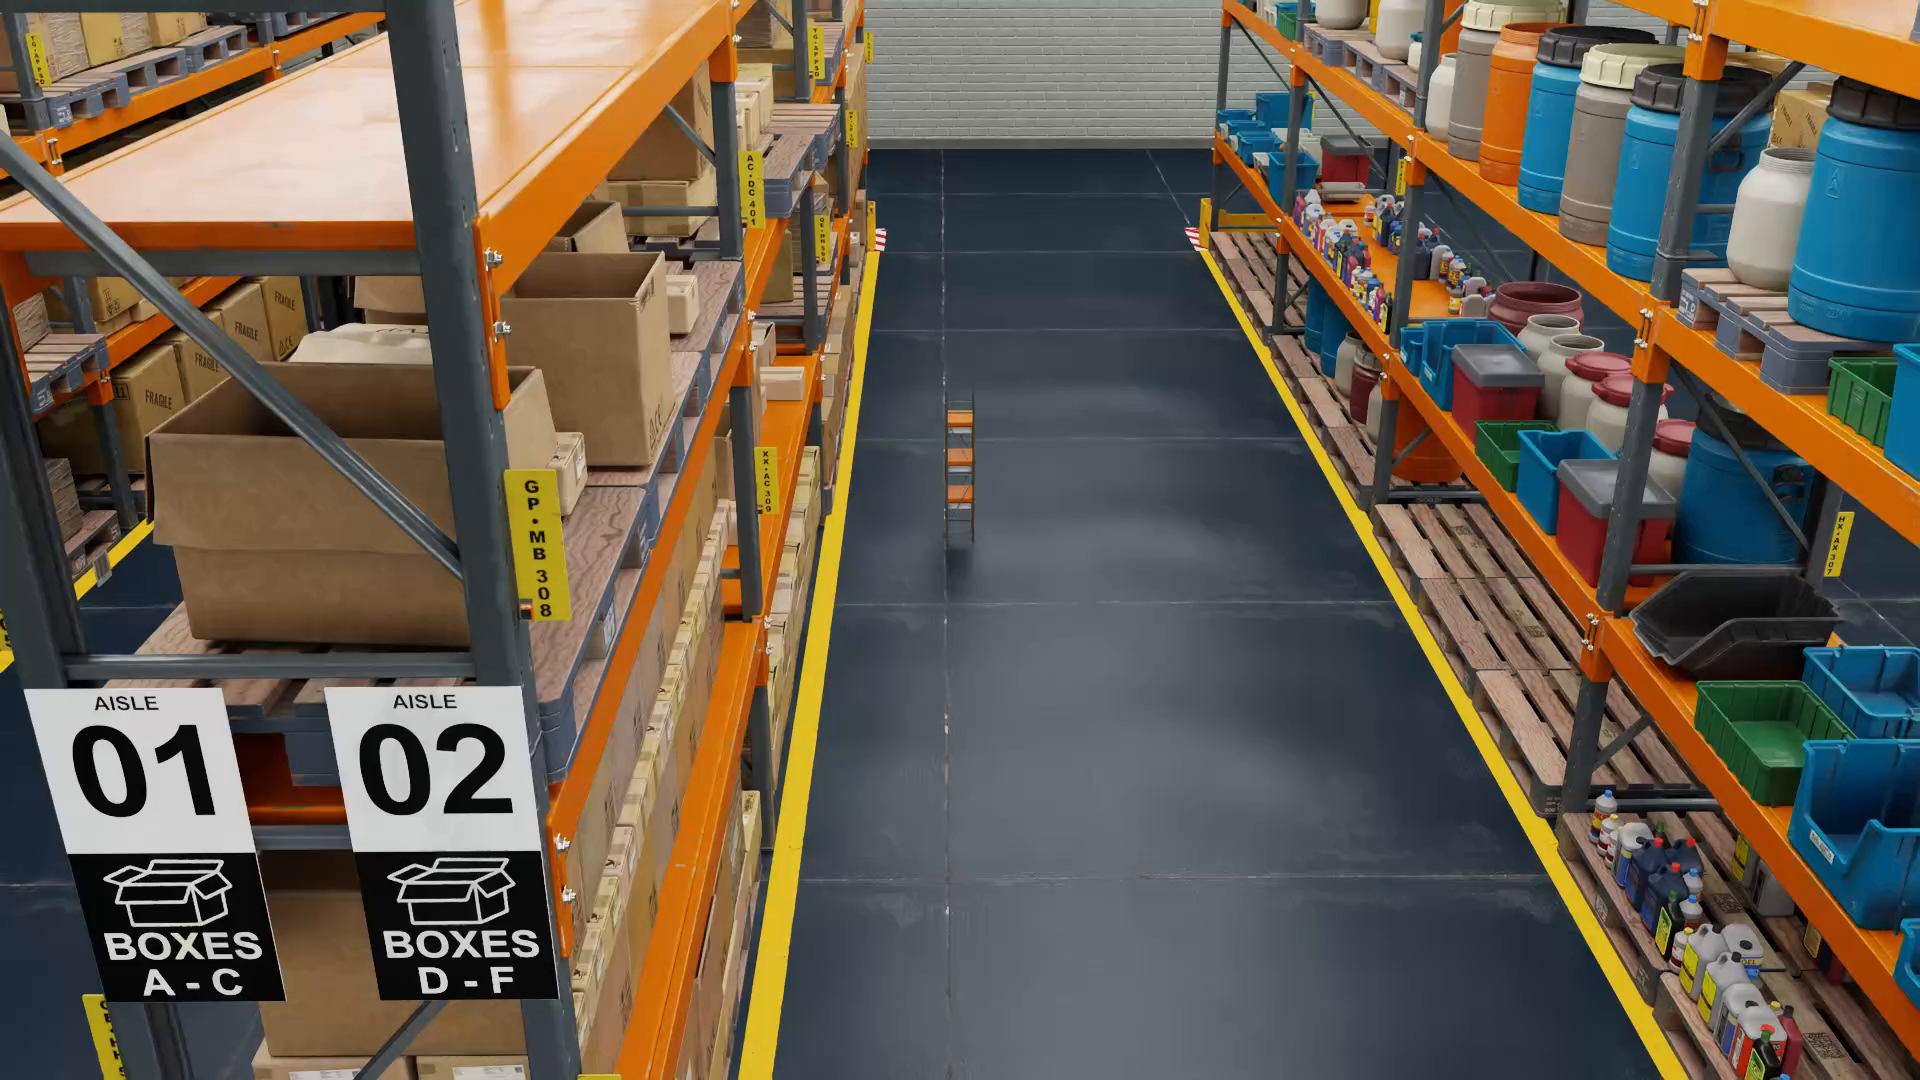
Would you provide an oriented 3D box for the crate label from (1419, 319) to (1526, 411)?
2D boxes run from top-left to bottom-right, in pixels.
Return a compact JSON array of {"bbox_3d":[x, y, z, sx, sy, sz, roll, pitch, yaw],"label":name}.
[{"bbox_3d":[3.218,-1.109,10.519,0.502,0.435,0.616,0,24,-1],"label":"crate label"}]

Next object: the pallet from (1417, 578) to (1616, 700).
[{"bbox_3d":[3.458,0.588,10.194,1.003,0.211,1.213,0,24,-1],"label":"pallet"}]

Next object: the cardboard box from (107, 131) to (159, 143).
[{"bbox_3d":[-6.716,-3.233,13.841,0.500,0.250,0.500,0,24,0],"label":"cardboard box"}]

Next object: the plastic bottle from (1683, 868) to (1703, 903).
[{"bbox_3d":[3.238,1.581,7.391,0.097,0.271,0.097,0,24,0],"label":"plastic bottle"}]

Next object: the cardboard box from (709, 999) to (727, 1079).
[{"bbox_3d":[-1.186,2.035,6.437,0.500,0.250,0.500,0,24,-1],"label":"cardboard box"}]

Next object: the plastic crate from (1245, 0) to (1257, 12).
[{"bbox_3d":[3.132,-5.508,16.723,0.504,0.338,0.767,0,24,-1],"label":"plastic crate"}]

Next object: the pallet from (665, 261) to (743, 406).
[{"bbox_3d":[-1.397,-0.809,6.367,1.003,0.211,1.213,0,24,-1],"label":"pallet"}]

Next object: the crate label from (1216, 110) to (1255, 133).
[{"bbox_3d":[3.064,-4.648,18.517,0.416,0.233,0.303,0,24,-1],"label":"crate label"}]

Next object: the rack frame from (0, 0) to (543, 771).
[{"bbox_3d":[-1.388,-0.920,2.863,1.000,3.000,0.127,0,24,-1],"label":"rack frame"}]

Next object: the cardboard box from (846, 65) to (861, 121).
[{"bbox_3d":[-1.261,-4.465,16.647,0.500,0.500,0.500,0,24,1],"label":"cardboard box"}]

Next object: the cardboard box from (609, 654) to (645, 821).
[{"bbox_3d":[-1.399,0.539,5.223,0.700,0.500,0.500,0,24,0],"label":"cardboard box"}]

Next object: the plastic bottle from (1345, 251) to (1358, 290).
[{"bbox_3d":[3.034,-2.086,12.864,0.061,0.283,0.133,0,24,-1],"label":"plastic bottle"}]

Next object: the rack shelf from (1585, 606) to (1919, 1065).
[{"bbox_3d":[3.543,1.297,6.116,1.077,0.370,4.000,0,24,-1],"label":"rack shelf"}]

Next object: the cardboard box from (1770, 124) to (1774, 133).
[{"bbox_3d":[8.103,-4.054,16.895,0.500,0.250,0.500,-1,24,-2],"label":"cardboard box"}]

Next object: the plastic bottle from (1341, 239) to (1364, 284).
[{"bbox_3d":[3.074,-2.182,12.995,0.144,0.351,0.185,0,24,-1],"label":"plastic bottle"}]

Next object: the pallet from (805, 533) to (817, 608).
[{"bbox_3d":[-1.505,0.127,11.212,1.003,0.211,1.213,0,24,-1],"label":"pallet"}]

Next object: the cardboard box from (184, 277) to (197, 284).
[{"bbox_3d":[-6.228,-2.122,13.083,0.380,0.149,0.250,0,24,0],"label":"cardboard box"}]

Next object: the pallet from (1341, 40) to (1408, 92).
[{"bbox_3d":[3.556,-3.642,12.753,1.003,0.211,1.213,0,24,-1],"label":"pallet"}]

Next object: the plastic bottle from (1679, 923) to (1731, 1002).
[{"bbox_3d":[3.122,1.739,6.946,0.144,0.351,0.185,0,24,-1],"label":"plastic bottle"}]

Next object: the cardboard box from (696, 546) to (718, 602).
[{"bbox_3d":[-1.209,0.145,6.880,0.380,0.149,0.250,-1,24,-2],"label":"cardboard box"}]

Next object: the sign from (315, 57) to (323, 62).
[{"bbox_3d":[-7.071,-5.186,18.429,0.100,0.325,0.005,0,24,-1],"label":"sign"}]

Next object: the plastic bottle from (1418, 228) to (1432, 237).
[{"bbox_3d":[3.775,-2.425,13.622,0.152,0.276,0.135,0,24,-1],"label":"plastic bottle"}]

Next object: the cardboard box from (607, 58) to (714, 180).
[{"bbox_3d":[-1.399,-1.920,7.478,0.500,0.500,0.500,0,24,0],"label":"cardboard box"}]

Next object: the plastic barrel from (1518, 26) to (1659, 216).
[{"bbox_3d":[3.284,-2.198,8.721,0.600,0.901,0.708,0,24,-1],"label":"plastic barrel"}]

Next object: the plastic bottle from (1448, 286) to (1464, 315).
[{"bbox_3d":[3.667,-1.775,12.276,0.097,0.201,0.097,0,24,0],"label":"plastic bottle"}]

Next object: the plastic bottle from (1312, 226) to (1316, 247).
[{"bbox_3d":[3.038,-2.590,14.077,0.097,0.201,0.097,0,24,0],"label":"plastic bottle"}]

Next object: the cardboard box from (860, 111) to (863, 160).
[{"bbox_3d":[-1.276,-4.222,17.324,0.500,0.500,0.500,0,24,0],"label":"cardboard box"}]

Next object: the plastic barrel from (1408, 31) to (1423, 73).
[{"bbox_3d":[3.319,-3.440,11.733,0.301,0.262,0.301,0,24,0],"label":"plastic barrel"}]

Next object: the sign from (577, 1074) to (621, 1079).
[{"bbox_3d":[-0.833,1.383,3.905,0.100,0.325,0.005,0,24,-1],"label":"sign"}]

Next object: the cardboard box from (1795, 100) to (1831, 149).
[{"bbox_3d":[8.114,-3.771,15.359,0.500,0.500,0.500,0,24,1],"label":"cardboard box"}]

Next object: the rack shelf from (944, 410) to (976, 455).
[{"bbox_3d":[-0.001,-0.749,11.470,0.215,0.259,0.240,0,24,-1],"label":"rack shelf"}]

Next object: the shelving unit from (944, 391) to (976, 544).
[{"bbox_3d":[-0.001,-0.500,11.582,0.215,1.050,0.252,0,24,-1],"label":"shelving unit"}]

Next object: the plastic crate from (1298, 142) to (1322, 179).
[{"bbox_3d":[3.602,-3.755,16.483,0.437,0.282,0.530,0,24,-1],"label":"plastic crate"}]

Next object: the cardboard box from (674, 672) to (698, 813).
[{"bbox_3d":[-1.407,0.727,6.381,0.700,0.500,0.500,0,24,0],"label":"cardboard box"}]

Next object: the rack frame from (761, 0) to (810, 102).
[{"bbox_3d":[-1.475,-4.216,10.152,1.000,3.000,0.127,0,24,-1],"label":"rack frame"}]

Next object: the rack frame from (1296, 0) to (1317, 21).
[{"bbox_3d":[3.434,-5.885,13.842,1.000,3.000,0.127,0,24,-1],"label":"rack frame"}]

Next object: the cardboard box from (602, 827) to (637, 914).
[{"bbox_3d":[-1.185,0.995,5.002,0.380,0.149,0.250,-1,24,-1],"label":"cardboard box"}]

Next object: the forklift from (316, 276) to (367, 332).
[{"bbox_3d":[-3.143,-0.897,10.176,1.130,2.935,3.031,-1,24,-1],"label":"forklift"}]

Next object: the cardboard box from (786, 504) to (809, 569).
[{"bbox_3d":[-1.209,-0.040,10.345,0.500,0.311,0.500,0,24,-1],"label":"cardboard box"}]

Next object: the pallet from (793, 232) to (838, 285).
[{"bbox_3d":[-1.501,-2.196,13.199,1.003,0.211,1.213,0,24,-1],"label":"pallet"}]

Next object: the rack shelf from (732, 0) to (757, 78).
[{"bbox_3d":[-1.454,-2.882,8.560,1.077,0.370,4.000,0,24,-1],"label":"rack shelf"}]

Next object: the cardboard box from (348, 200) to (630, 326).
[{"bbox_3d":[-1.540,-0.824,5.487,0.797,0.503,0.637,2,24,5],"label":"cardboard box"}]

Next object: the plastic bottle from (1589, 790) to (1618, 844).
[{"bbox_3d":[3.086,1.321,7.966,0.097,0.271,0.097,0,24,0],"label":"plastic bottle"}]

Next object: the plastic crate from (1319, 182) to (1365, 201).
[{"bbox_3d":[3.572,-3.251,15.546,0.396,0.136,0.243,0,24,-1],"label":"plastic crate"}]

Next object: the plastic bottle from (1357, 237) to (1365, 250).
[{"bbox_3d":[3.191,-2.296,13.343,0.097,0.271,0.097,0,24,0],"label":"plastic bottle"}]

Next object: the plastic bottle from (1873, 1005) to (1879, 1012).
[{"bbox_3d":[3.850,1.821,6.860,0.097,0.271,0.097,0,24,0],"label":"plastic bottle"}]

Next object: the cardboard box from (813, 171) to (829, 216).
[{"bbox_3d":[-1.438,-2.640,13.316,0.700,0.500,0.500,-6,25,-14],"label":"cardboard box"}]

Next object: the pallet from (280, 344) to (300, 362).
[{"bbox_3d":[-6.389,-1.519,14.852,1.003,0.211,1.213,0,24,-1],"label":"pallet"}]

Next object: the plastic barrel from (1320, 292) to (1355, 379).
[{"bbox_3d":[3.431,-1.871,14.283,0.600,0.901,0.708,0,24,-1],"label":"plastic barrel"}]

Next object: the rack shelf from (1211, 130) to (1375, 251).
[{"bbox_3d":[3.412,-3.648,17.049,1.077,0.370,4.000,0,24,-1],"label":"rack shelf"}]

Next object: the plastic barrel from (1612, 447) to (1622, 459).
[{"bbox_3d":[3.660,-0.338,9.025,0.301,0.262,0.301,0,24,0],"label":"plastic barrel"}]

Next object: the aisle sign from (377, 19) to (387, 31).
[{"bbox_3d":[-6.217,-5.971,18.157,0.394,0.787,0.004,0,24,-1],"label":"aisle sign"}]

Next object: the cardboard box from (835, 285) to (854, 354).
[{"bbox_3d":[-1.227,-1.990,15.010,0.500,0.500,0.500,0,24,-1],"label":"cardboard box"}]

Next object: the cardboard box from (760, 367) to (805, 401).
[{"bbox_3d":[-1.189,-0.999,10.623,0.380,0.149,0.250,0,24,-1],"label":"cardboard box"}]

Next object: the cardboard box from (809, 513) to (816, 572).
[{"bbox_3d":[-1.217,0.007,10.922,0.500,0.250,0.500,-1,24,-1],"label":"cardboard box"}]

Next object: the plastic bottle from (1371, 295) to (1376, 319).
[{"bbox_3d":[3.061,-1.720,12.155,0.097,0.201,0.097,0,24,0],"label":"plastic bottle"}]
